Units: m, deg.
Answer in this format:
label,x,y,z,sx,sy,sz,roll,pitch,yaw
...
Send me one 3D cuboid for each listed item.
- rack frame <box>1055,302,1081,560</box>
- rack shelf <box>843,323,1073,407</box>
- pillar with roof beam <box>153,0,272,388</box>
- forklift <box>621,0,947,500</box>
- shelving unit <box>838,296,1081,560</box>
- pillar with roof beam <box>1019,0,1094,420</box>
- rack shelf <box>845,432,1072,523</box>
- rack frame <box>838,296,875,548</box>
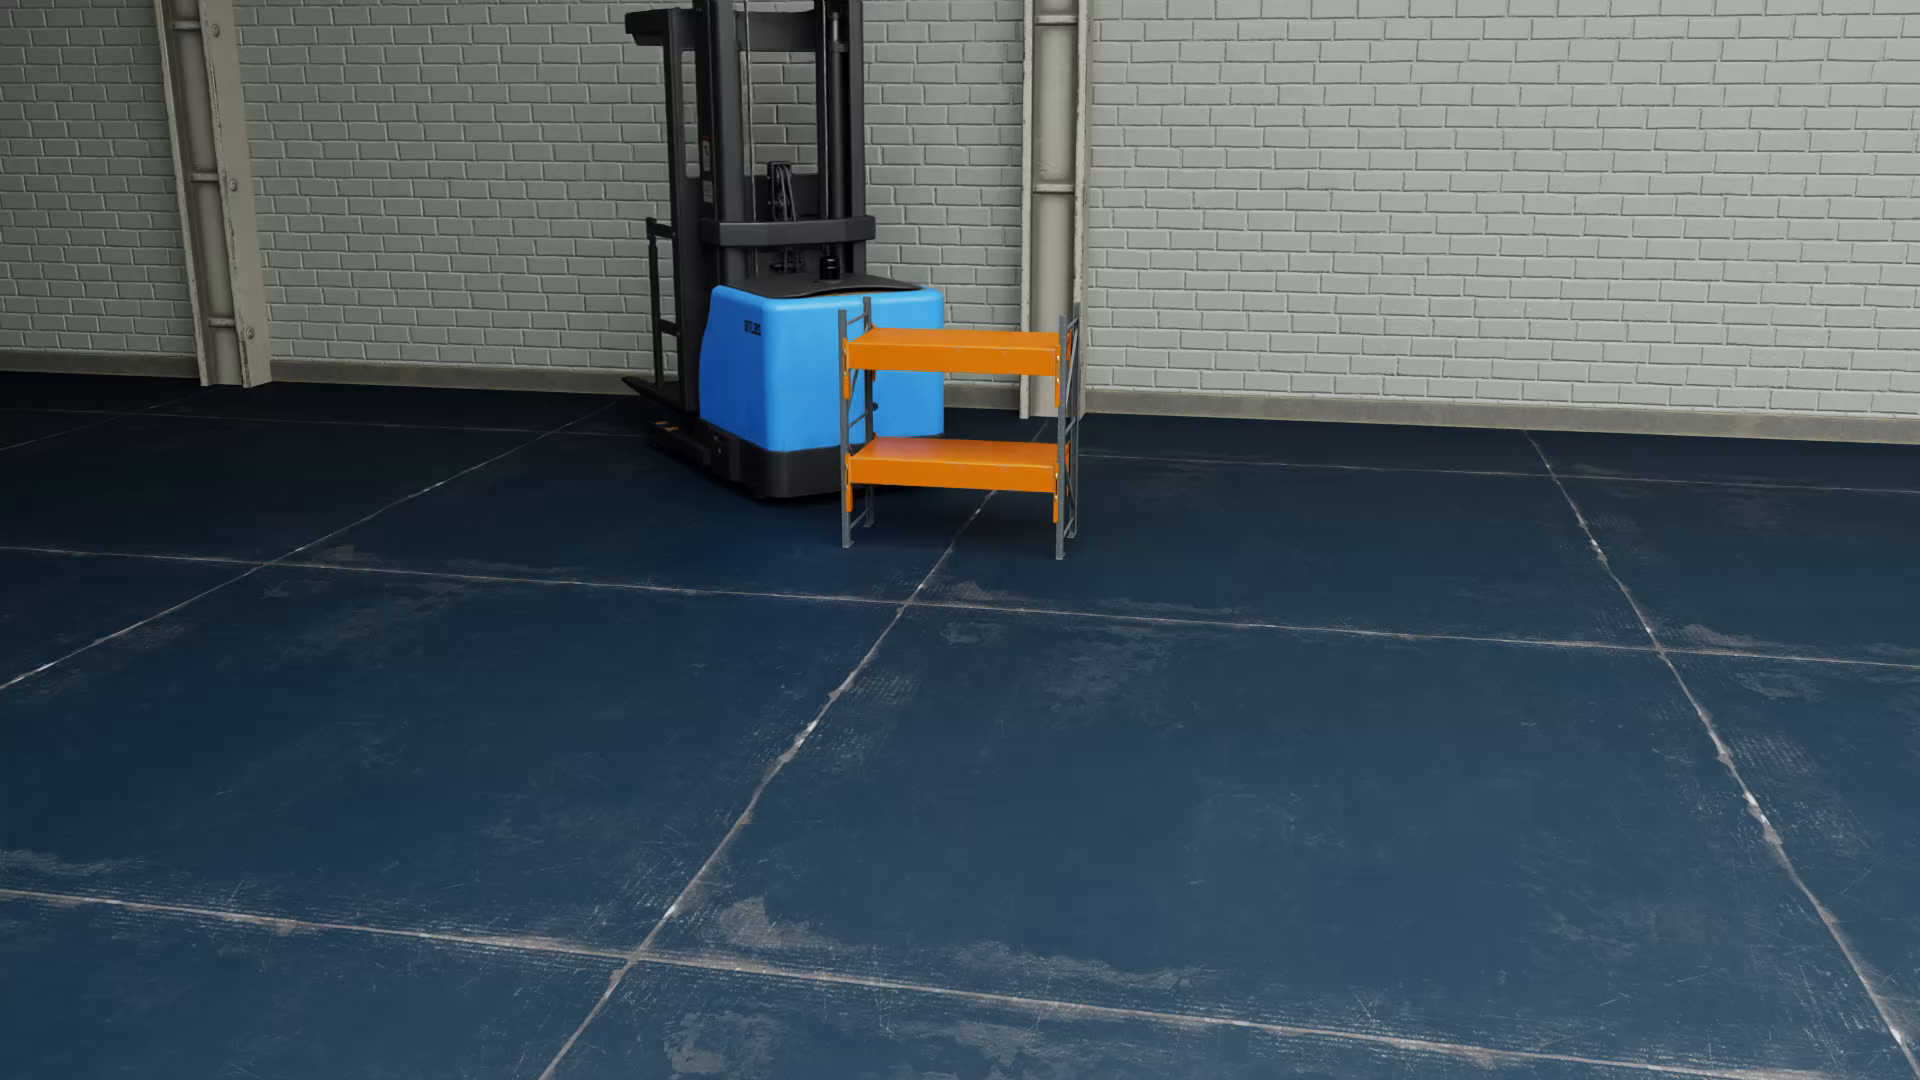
label,x,y,z,sx,sy,sz,roll,pitch,yaw
rack frame,0.505,-0.515,7.743,0.032,1.125,0.500,3,16,11
rack shelf,0.007,-0.824,7.762,1.000,0.278,0.538,3,16,11
pillar with roof beam,-6.126,-4.356,6.860,0.400,9.000,9.100,3,16,11
forklift,-1.225,-1.968,9.605,1.130,2.935,3.031,-8,18,-28
shelving unit,0.007,-0.542,7.841,1.048,1.125,0.538,3,16,11
pillar with roof beam,-0.247,-4.037,5.708,0.400,9.000,9.100,3,16,11
rack shelf,0.007,-0.306,7.906,1.000,0.278,0.538,3,16,11
rack frame,-0.492,-0.569,7.938,0.032,1.125,0.500,3,16,11
